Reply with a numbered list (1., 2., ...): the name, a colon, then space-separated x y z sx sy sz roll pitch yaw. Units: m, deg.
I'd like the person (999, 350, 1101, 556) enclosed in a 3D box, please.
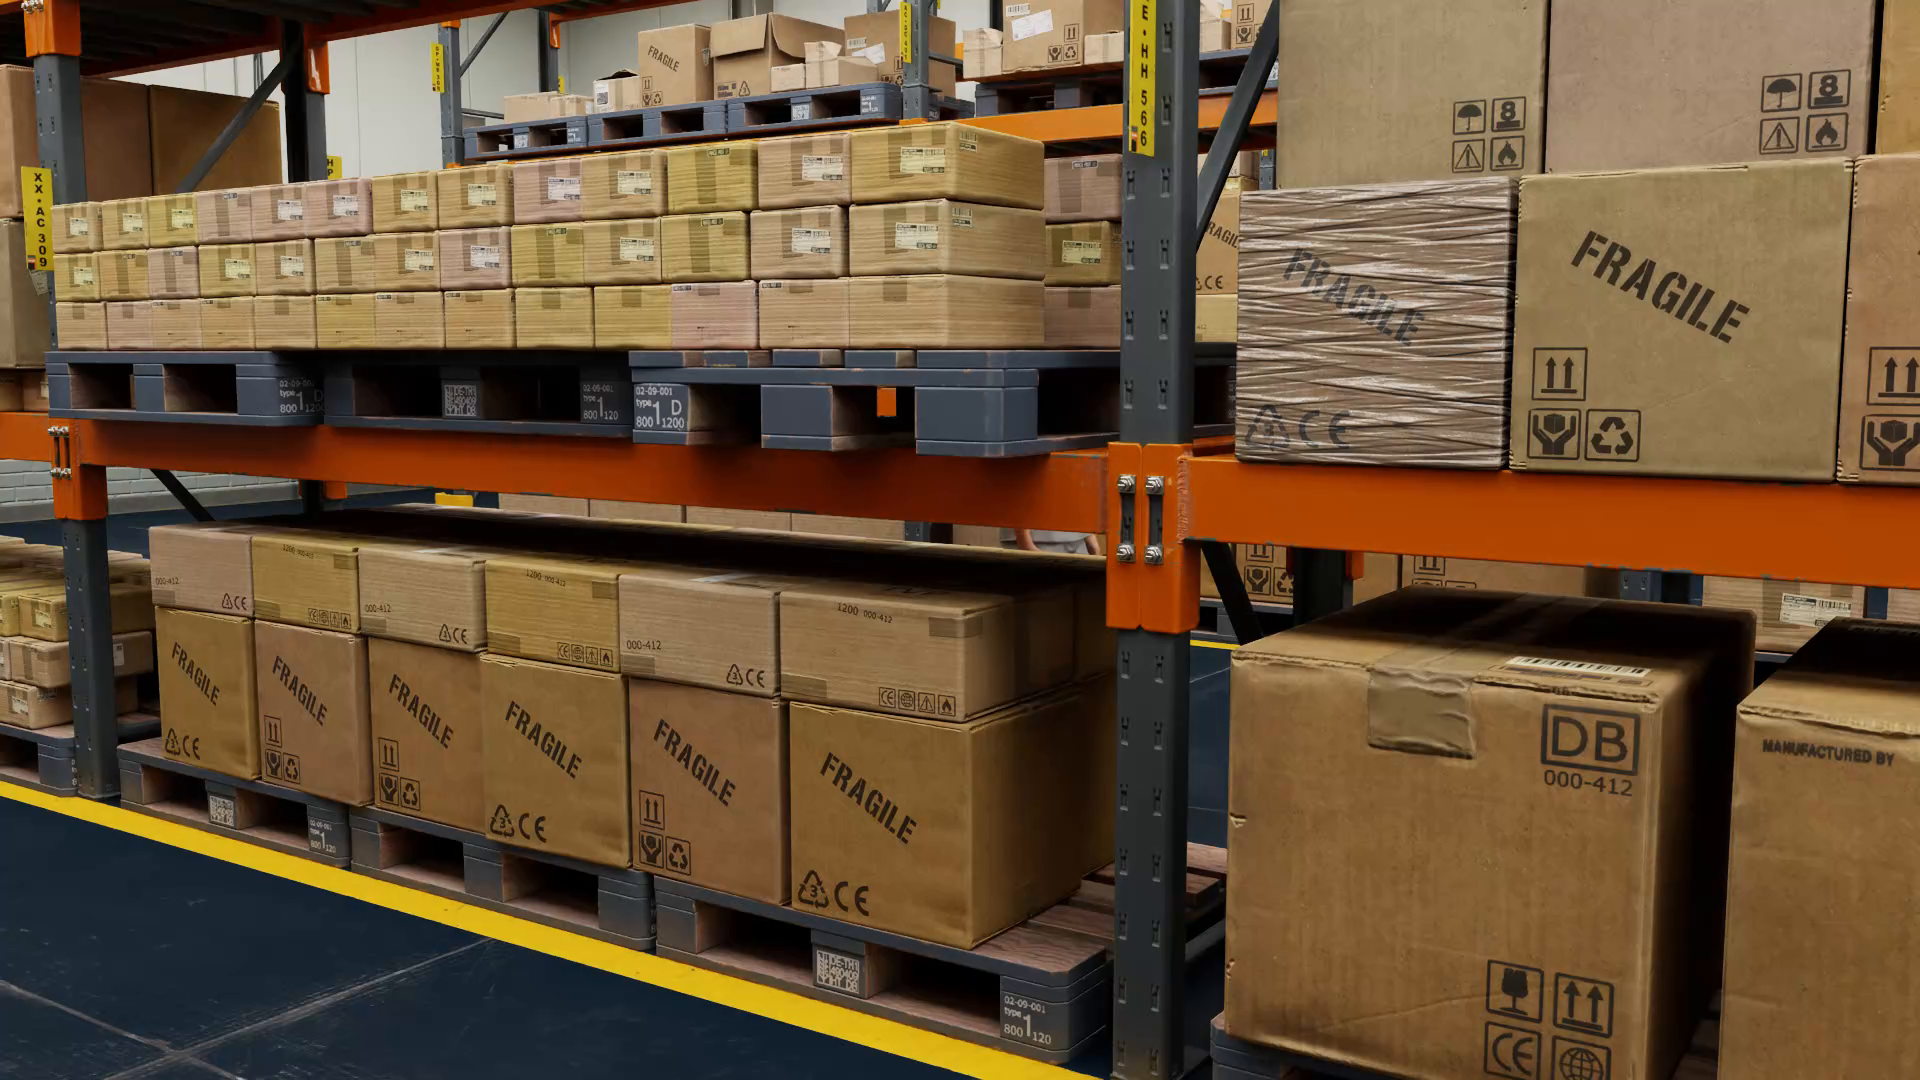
1. person: 0.324 0.024 5.753 0.357 1.673 0.486 4 8 34
